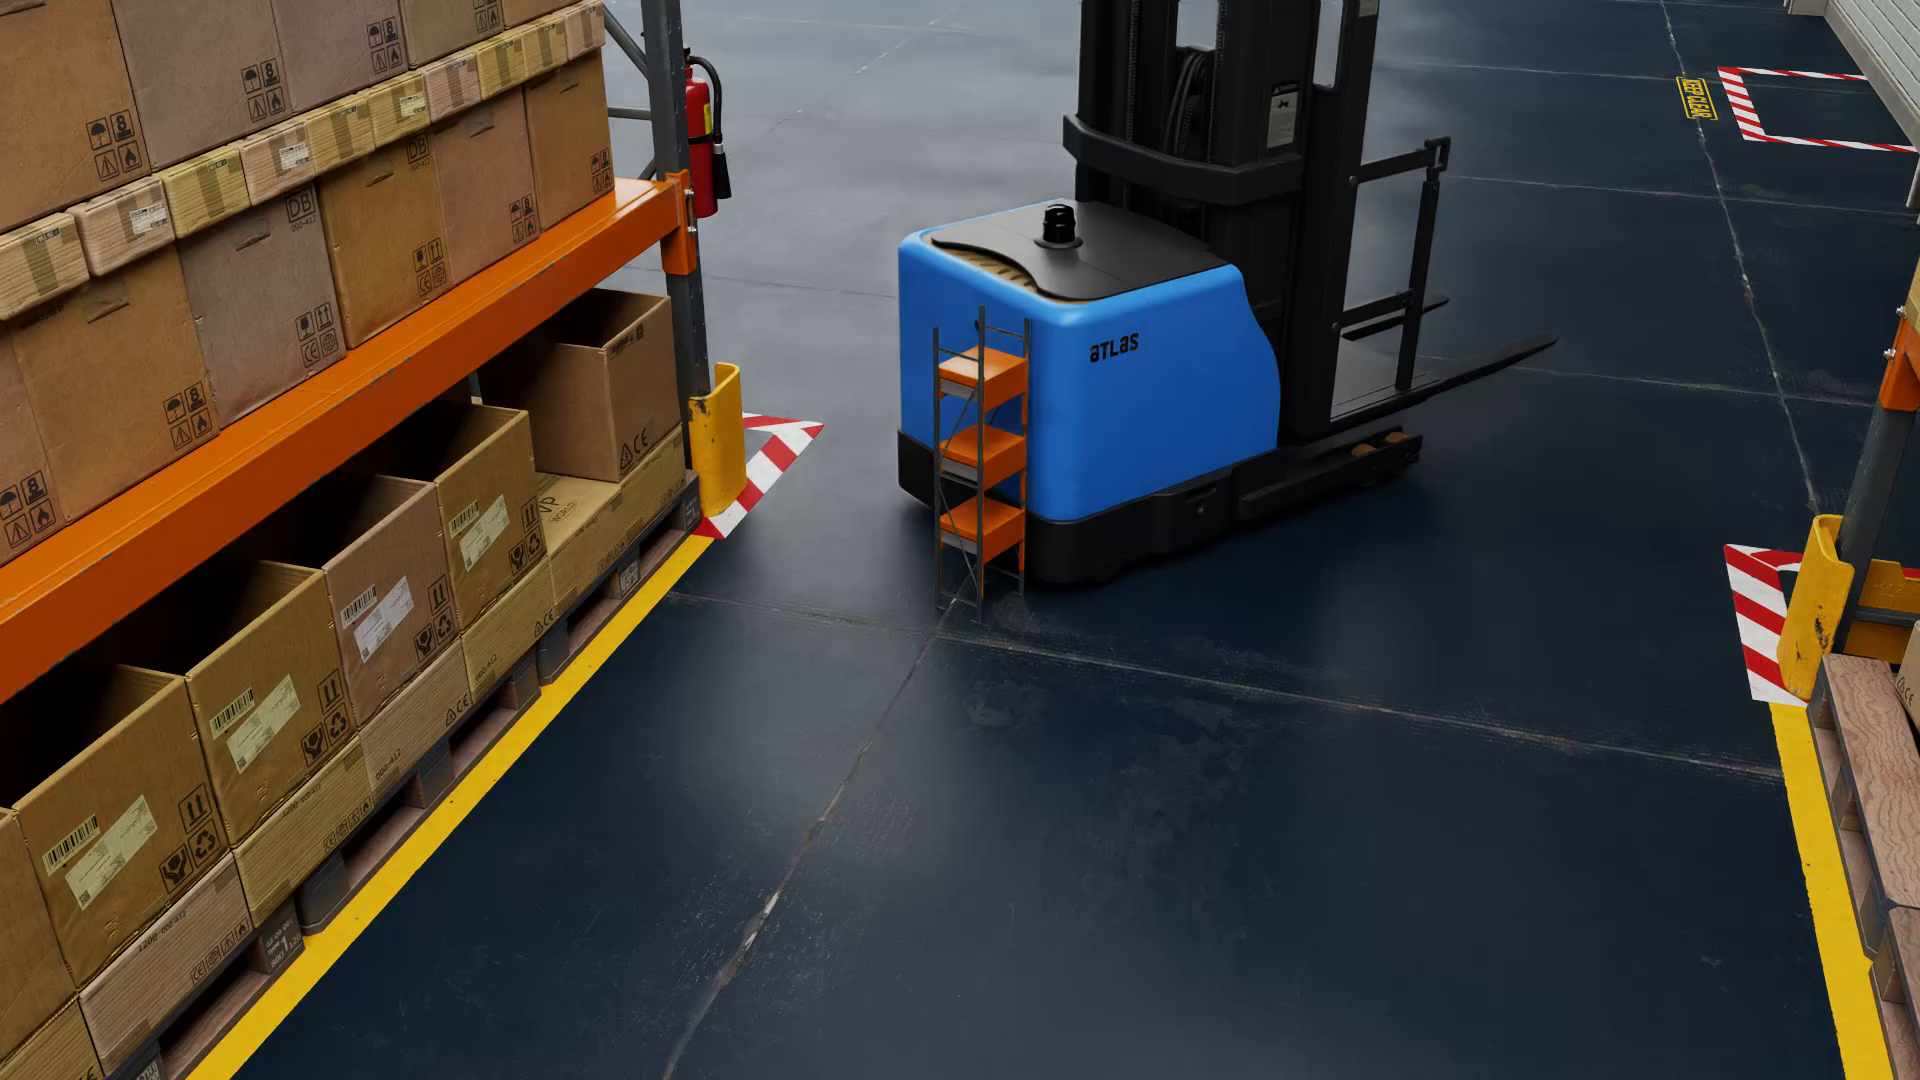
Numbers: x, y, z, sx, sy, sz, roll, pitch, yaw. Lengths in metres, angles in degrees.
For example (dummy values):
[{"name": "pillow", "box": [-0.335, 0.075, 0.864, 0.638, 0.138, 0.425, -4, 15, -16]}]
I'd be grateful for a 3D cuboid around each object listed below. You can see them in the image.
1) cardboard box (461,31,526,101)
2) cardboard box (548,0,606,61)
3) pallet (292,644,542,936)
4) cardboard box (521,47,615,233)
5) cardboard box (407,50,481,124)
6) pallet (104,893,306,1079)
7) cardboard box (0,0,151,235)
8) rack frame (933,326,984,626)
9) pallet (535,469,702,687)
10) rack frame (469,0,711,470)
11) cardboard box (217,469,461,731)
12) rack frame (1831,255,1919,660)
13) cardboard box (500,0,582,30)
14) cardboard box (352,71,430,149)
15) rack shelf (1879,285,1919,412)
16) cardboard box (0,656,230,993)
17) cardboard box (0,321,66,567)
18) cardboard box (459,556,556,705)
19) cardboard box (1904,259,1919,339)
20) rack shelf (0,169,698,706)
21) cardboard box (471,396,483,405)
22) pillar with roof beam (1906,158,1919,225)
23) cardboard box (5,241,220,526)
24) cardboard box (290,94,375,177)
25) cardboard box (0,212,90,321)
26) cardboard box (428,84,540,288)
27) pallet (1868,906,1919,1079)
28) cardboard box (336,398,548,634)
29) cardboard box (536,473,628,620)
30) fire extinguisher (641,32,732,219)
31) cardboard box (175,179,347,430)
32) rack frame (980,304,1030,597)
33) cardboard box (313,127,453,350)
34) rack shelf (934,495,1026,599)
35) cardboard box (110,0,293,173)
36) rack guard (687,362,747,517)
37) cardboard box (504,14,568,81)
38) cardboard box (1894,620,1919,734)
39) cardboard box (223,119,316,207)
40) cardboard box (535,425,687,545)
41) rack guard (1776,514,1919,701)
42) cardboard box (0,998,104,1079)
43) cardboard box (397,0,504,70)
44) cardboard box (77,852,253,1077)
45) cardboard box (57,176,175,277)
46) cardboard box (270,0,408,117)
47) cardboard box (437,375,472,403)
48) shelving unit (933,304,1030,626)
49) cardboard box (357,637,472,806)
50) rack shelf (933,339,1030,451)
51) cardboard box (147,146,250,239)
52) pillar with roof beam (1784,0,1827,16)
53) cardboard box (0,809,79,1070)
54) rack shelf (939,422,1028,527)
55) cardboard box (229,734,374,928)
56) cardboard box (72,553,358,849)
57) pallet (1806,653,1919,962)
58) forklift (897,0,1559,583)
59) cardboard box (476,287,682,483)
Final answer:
[{"name": "cardboard box", "box": [-1.530, -1.423, 4.953, 0.380, 0.149, 0.250, 8, 30, 14]}, {"name": "cardboard box", "box": [-1.380, -1.664, 5.386, 0.380, 0.149, 0.250, 8, 30, 14]}, {"name": "pallet", "box": [-1.994, 0.603, 4.948, 1.003, 0.211, 1.213, 8, 30, 15]}, {"name": "cardboard box", "box": [-1.599, -1.370, 5.525, 0.700, 0.500, 0.500, 9, 30, 15]}, {"name": "cardboard box", "box": [-1.606, -1.307, 4.744, 0.380, 0.149, 0.250, 9, 30, 16]}, {"name": "pallet", "box": [-2.350, 1.172, 3.926, 1.003, 0.211, 1.213, 8, 30, 15]}, {"name": "cardboard box", "box": [-2.205, -0.968, 3.468, 0.700, 0.500, 0.500, 8, 30, 15]}, {"name": "rack frame", "box": [-0.005, -0.195, 5.520, 0.200, 1.050, 0.008, 21, 35, 33]}, {"name": "pallet", "box": [-1.634, 0.038, 5.964, 1.003, 0.211, 1.213, 8, 30, 15]}, {"name": "rack frame", "box": [-1.450, -1.542, 5.936, 1.000, 3.000, 0.127, 8, 30, 15]}, {"name": "cardboard box", "box": [-1.750, 0.139, 4.539, 0.500, 0.500, 0.500, 8, 30, 15]}, {"name": "rack frame", "box": [3.287, -0.837, 4.668, 1.000, 3.000, 0.127, 8, 30, 15]}, {"name": "cardboard box", "box": [-1.614, -1.913, 5.165, 0.700, 0.500, 0.500, 9, 30, 15]}, {"name": "cardboard box", "box": [-1.683, -1.185, 4.524, 0.380, 0.149, 0.250, 9, 30, 16]}, {"name": "rack shelf", "box": [2.700, 0.407, 3.172, 1.077, 0.370, 4.000, 8, 30, 15]}, {"name": "cardboard box", "box": [-2.049, 0.603, 3.705, 0.500, 0.500, 0.500, 8, 30, 15]}, {"name": "cardboard box", "box": [-2.351, -0.180, 3.385, 0.700, 0.500, 0.500, 8, 30, 14]}, {"name": "cardboard box", "box": [-1.605, 0.234, 5.140, 0.500, 0.250, 0.500, 8, 30, 15]}, {"name": "cardboard box", "box": [2.840, -0.598, 4.374, 0.500, 0.250, 0.500, 8, 30, 13]}, {"name": "rack shelf", "box": [-2.037, -0.298, 4.440, 1.077, 0.370, 4.000, 8, 30, 15]}, {"name": "cardboard box", "box": [-1.820, -0.306, 6.111, 0.500, 0.250, 0.500, 8, 30, 15]}, {"name": "pillar with roof beam", "box": [1.554, -6.412, 8.520, 9.100, 9.000, 0.400, 8, 30, 15]}, {"name": "cardboard box", "box": [-2.200, -0.412, 3.803, 0.700, 0.500, 0.500, 9, 30, 16]}, {"name": "cardboard box", "box": [-1.758, -1.062, 4.304, 0.380, 0.149, 0.250, 9, 30, 16]}, {"name": "cardboard box", "box": [-2.061, -0.582, 3.441, 0.380, 0.149, 0.250, 7, 30, 13]}, {"name": "cardboard box", "box": [-1.748, -1.126, 5.085, 0.700, 0.500, 0.500, 9, 30, 16]}, {"name": "pallet", "box": [2.632, 1.355, 3.597, 1.003, 0.211, 1.213, 8, 30, 15]}, {"name": "cardboard box", "box": [-1.602, -0.093, 4.956, 0.500, 0.500, 0.500, 8, 30, 15]}, {"name": "cardboard box", "box": [-1.460, 0.002, 5.558, 0.500, 0.250, 0.500, 8, 30, 15]}, {"name": "fire extinguisher", "box": [-0.971, -1.497, 5.934, 0.296, 0.674, 0.183, 8, 30, 15]}, {"name": "cardboard box", "box": [-2.051, -0.650, 4.231, 0.700, 0.500, 0.500, 9, 30, 16]}, {"name": "rack frame", "box": [0.146, -0.288, 5.687, 0.200, 1.050, 0.008, 21, 35, 33]}, {"name": "cardboard box", "box": [-1.900, -0.896, 4.672, 0.700, 0.500, 0.500, 9, 30, 15]}, {"name": "rack shelf", "box": [0.070, 0.011, 5.744, 0.215, 0.259, 0.240, 21, 35, 33]}, {"name": "cardboard box", "box": [-2.058, -1.200, 3.885, 0.700, 0.500, 0.500, 9, 30, 15]}, {"name": "rack guard", "box": [-1.443, -0.461, 6.564, 1.175, 0.500, 0.348, 8, 30, 15]}, {"name": "cardboard box", "box": [-1.455, -1.542, 5.167, 0.380, 0.149, 0.250, 9, 30, 16]}, {"name": "cardboard box", "box": [2.998, 0.455, 4.660, 0.500, 0.311, 0.500, 5, 30, 9]}, {"name": "cardboard box", "box": [-1.833, -0.943, 4.089, 0.380, 0.149, 0.250, 8, 30, 14]}, {"name": "cardboard box", "box": [-1.325, -0.232, 5.978, 0.500, 0.250, 0.500, 8, 30, 15]}, {"name": "rack guard", "box": [3.265, 0.291, 5.213, 1.175, 0.500, 0.348, 8, 30, 15]}, {"name": "cardboard box", "box": [-2.198, 1.163, 3.470, 0.500, 0.250, 0.500, 8, 30, 15]}, {"name": "cardboard box", "box": [-1.764, -1.667, 4.725, 0.700, 0.500, 0.500, 8, 30, 14]}, {"name": "cardboard box", "box": [-2.046, 0.931, 3.887, 0.500, 0.250, 0.500, 8, 30, 15]}, {"name": "cardboard box", "box": [-1.985, -0.707, 3.665, 0.380, 0.149, 0.250, 8, 30, 13]}, {"name": "cardboard box", "box": [-1.911, -1.433, 4.303, 0.700, 0.500, 0.500, 9, 30, 15]}, {"name": "cardboard box", "box": [-1.965, -0.401, 5.511, 0.500, 0.500, 0.500, 8, 30, 15]}, {"name": "shelving unit", "box": [0.070, -0.241, 5.603, 0.215, 1.050, 0.252, 21, 35, 33]}, {"name": "cardboard box", "box": [-1.753, 0.467, 4.722, 0.500, 0.250, 0.500, 8, 30, 15]}, {"name": "rack shelf", "box": [0.070, -0.480, 5.471, 0.215, 0.259, 0.240, 21, 35, 33]}, {"name": "cardboard box", "box": [-1.908, -0.828, 3.882, 0.380, 0.149, 0.250, 8, 30, 14]}, {"name": "pillar with roof beam", "box": [3.315, -9.200, 13.532, 9.100, 9.000, 0.400, 8, 30, 15]}, {"name": "cardboard box", "box": [-2.188, 0.837, 3.285, 0.500, 0.500, 0.500, 8, 30, 15]}, {"name": "rack shelf", "box": [0.070, -0.232, 5.609, 0.215, 0.259, 0.240, 21, 35, 33]}, {"name": "cardboard box", "box": [-1.894, 0.700, 4.303, 0.500, 0.250, 0.500, 8, 30, 15]}, {"name": "cardboard box", "box": [-1.895, 0.372, 4.121, 0.500, 0.500, 0.500, 8, 30, 15]}, {"name": "pallet", "box": [2.992, 0.790, 4.613, 1.003, 0.211, 1.213, 8, 30, 15]}, {"name": "forklift", "box": [1.249, -1.684, 6.261, 3.031, 2.935, 1.130, -20, 35, -31]}, {"name": "cardboard box", "box": [-1.323, -0.560, 5.796, 0.500, 0.500, 0.500, 8, 30, 15]}]
